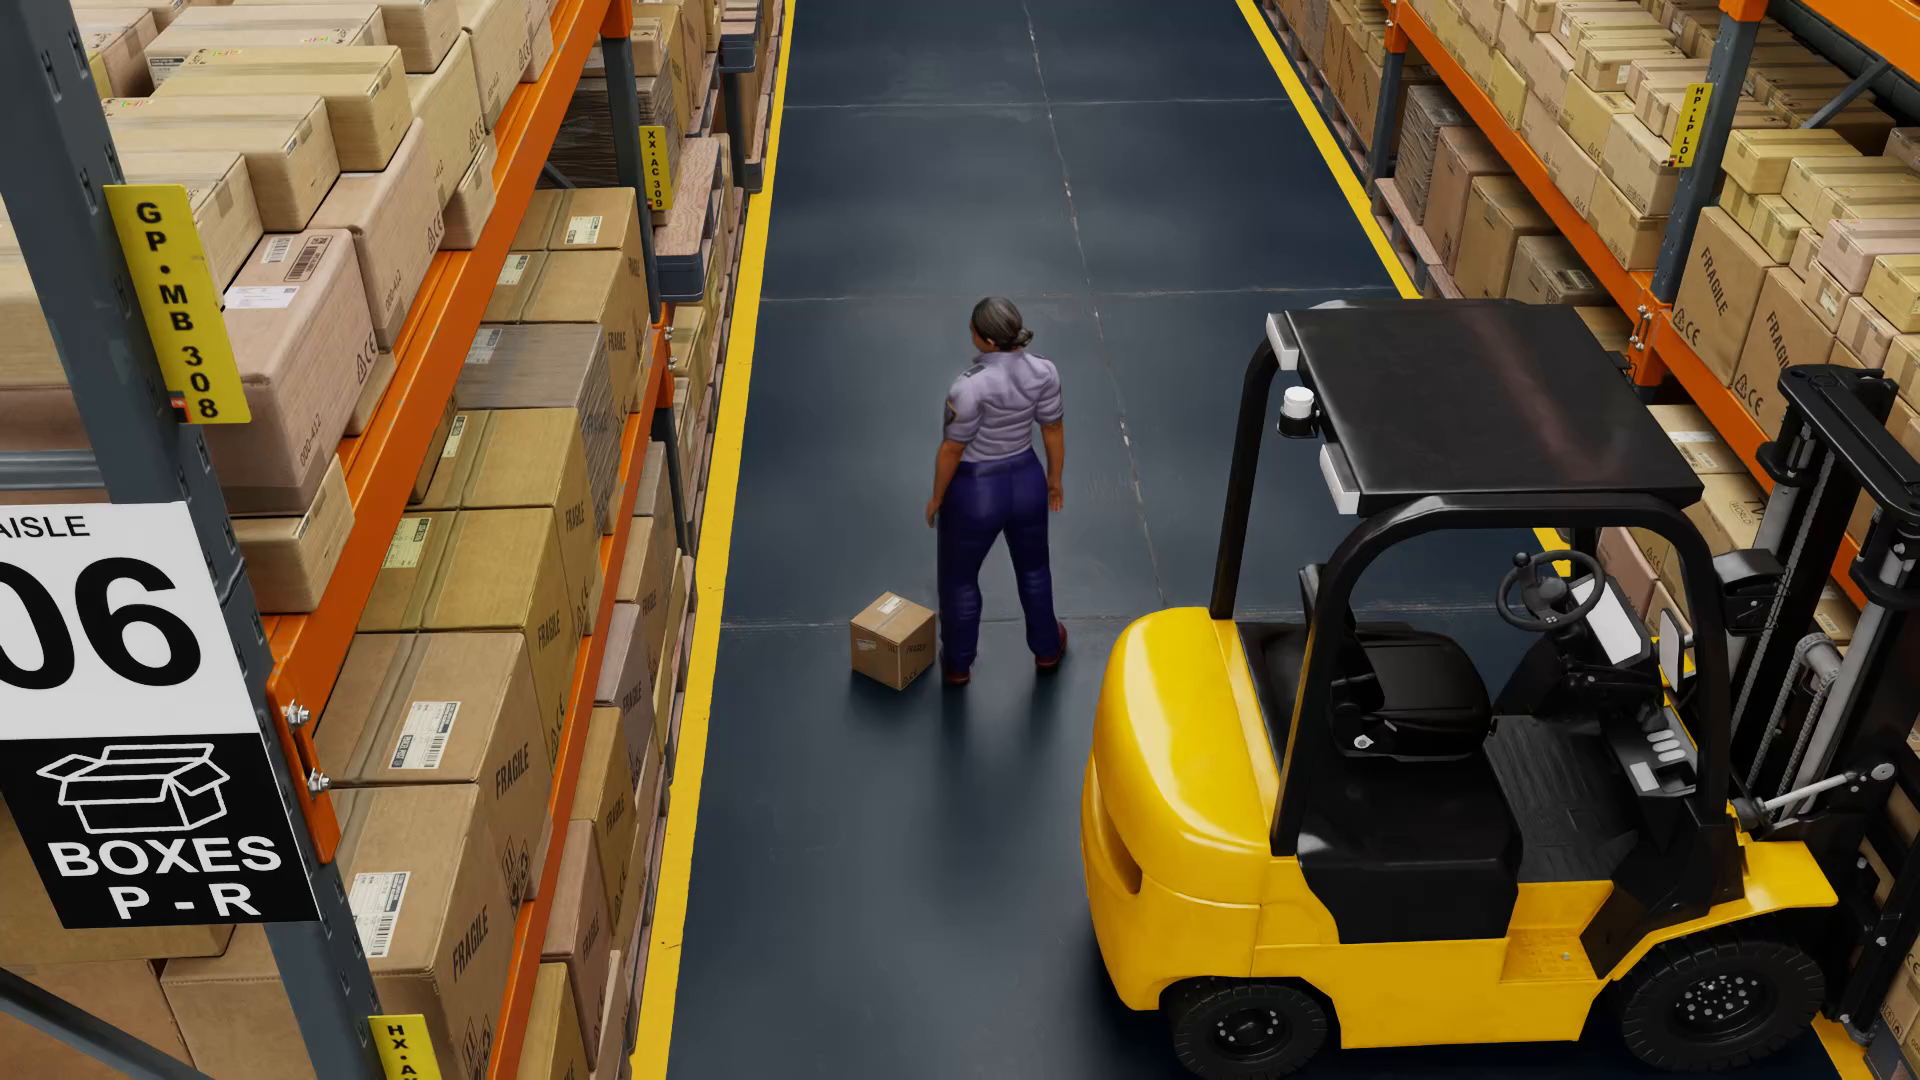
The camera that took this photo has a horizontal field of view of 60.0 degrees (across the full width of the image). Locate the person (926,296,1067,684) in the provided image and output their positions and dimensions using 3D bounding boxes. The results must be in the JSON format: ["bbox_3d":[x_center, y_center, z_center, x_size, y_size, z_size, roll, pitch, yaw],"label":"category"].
[{"bbox_3d":[0.175,-0.186,6.392,0.617,1.649,0.373,-19,40,-25],"label":"person"}]
